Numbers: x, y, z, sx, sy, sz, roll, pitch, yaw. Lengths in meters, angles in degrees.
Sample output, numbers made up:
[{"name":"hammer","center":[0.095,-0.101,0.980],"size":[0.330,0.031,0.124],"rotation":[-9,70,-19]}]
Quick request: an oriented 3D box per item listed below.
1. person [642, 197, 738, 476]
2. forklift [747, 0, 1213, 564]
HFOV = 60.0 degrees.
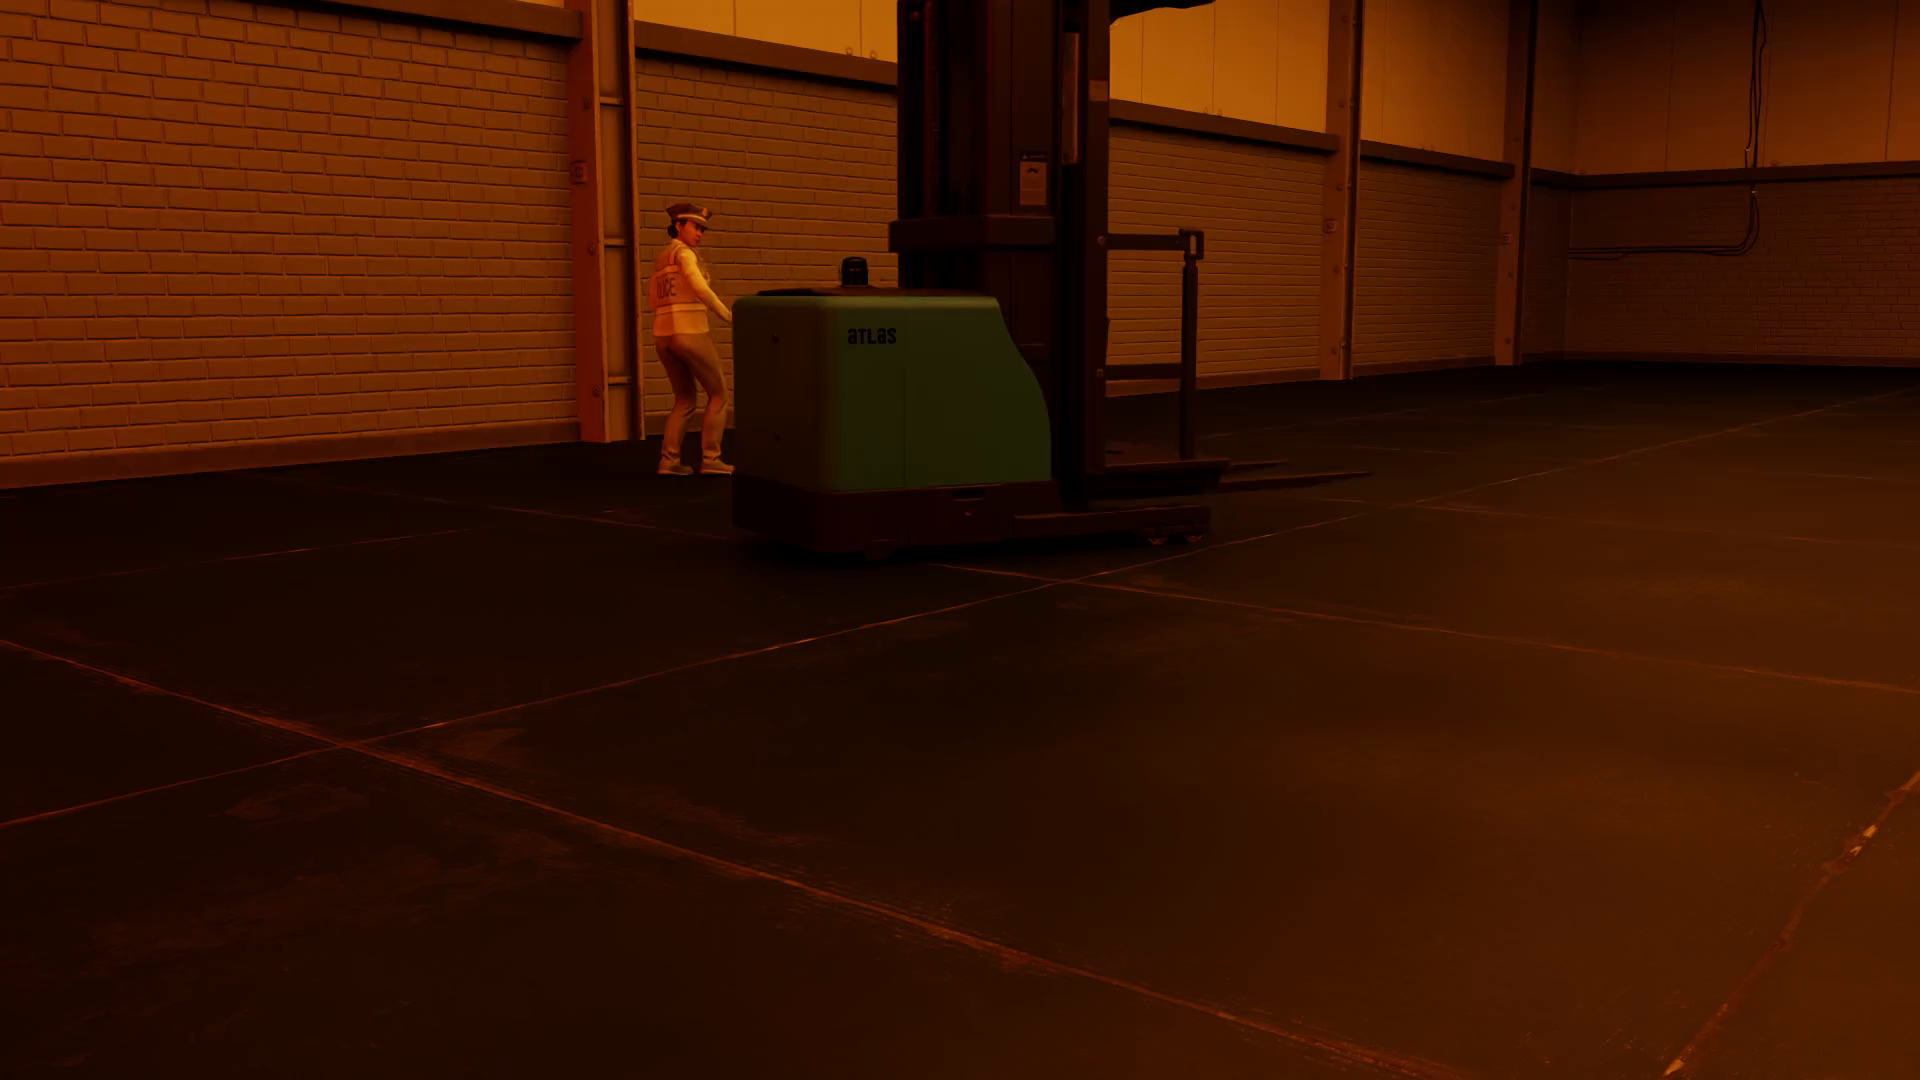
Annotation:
[{"name":"person","center":[-1.620,-1.215,9.996],"size":[0.459,1.658,0.687],"rotation":[-7,11,-41]},{"name":"forklift","center":[0.305,-1.529,7.731],"size":[1.130,2.935,3.031],"rotation":[5,10,31]}]
